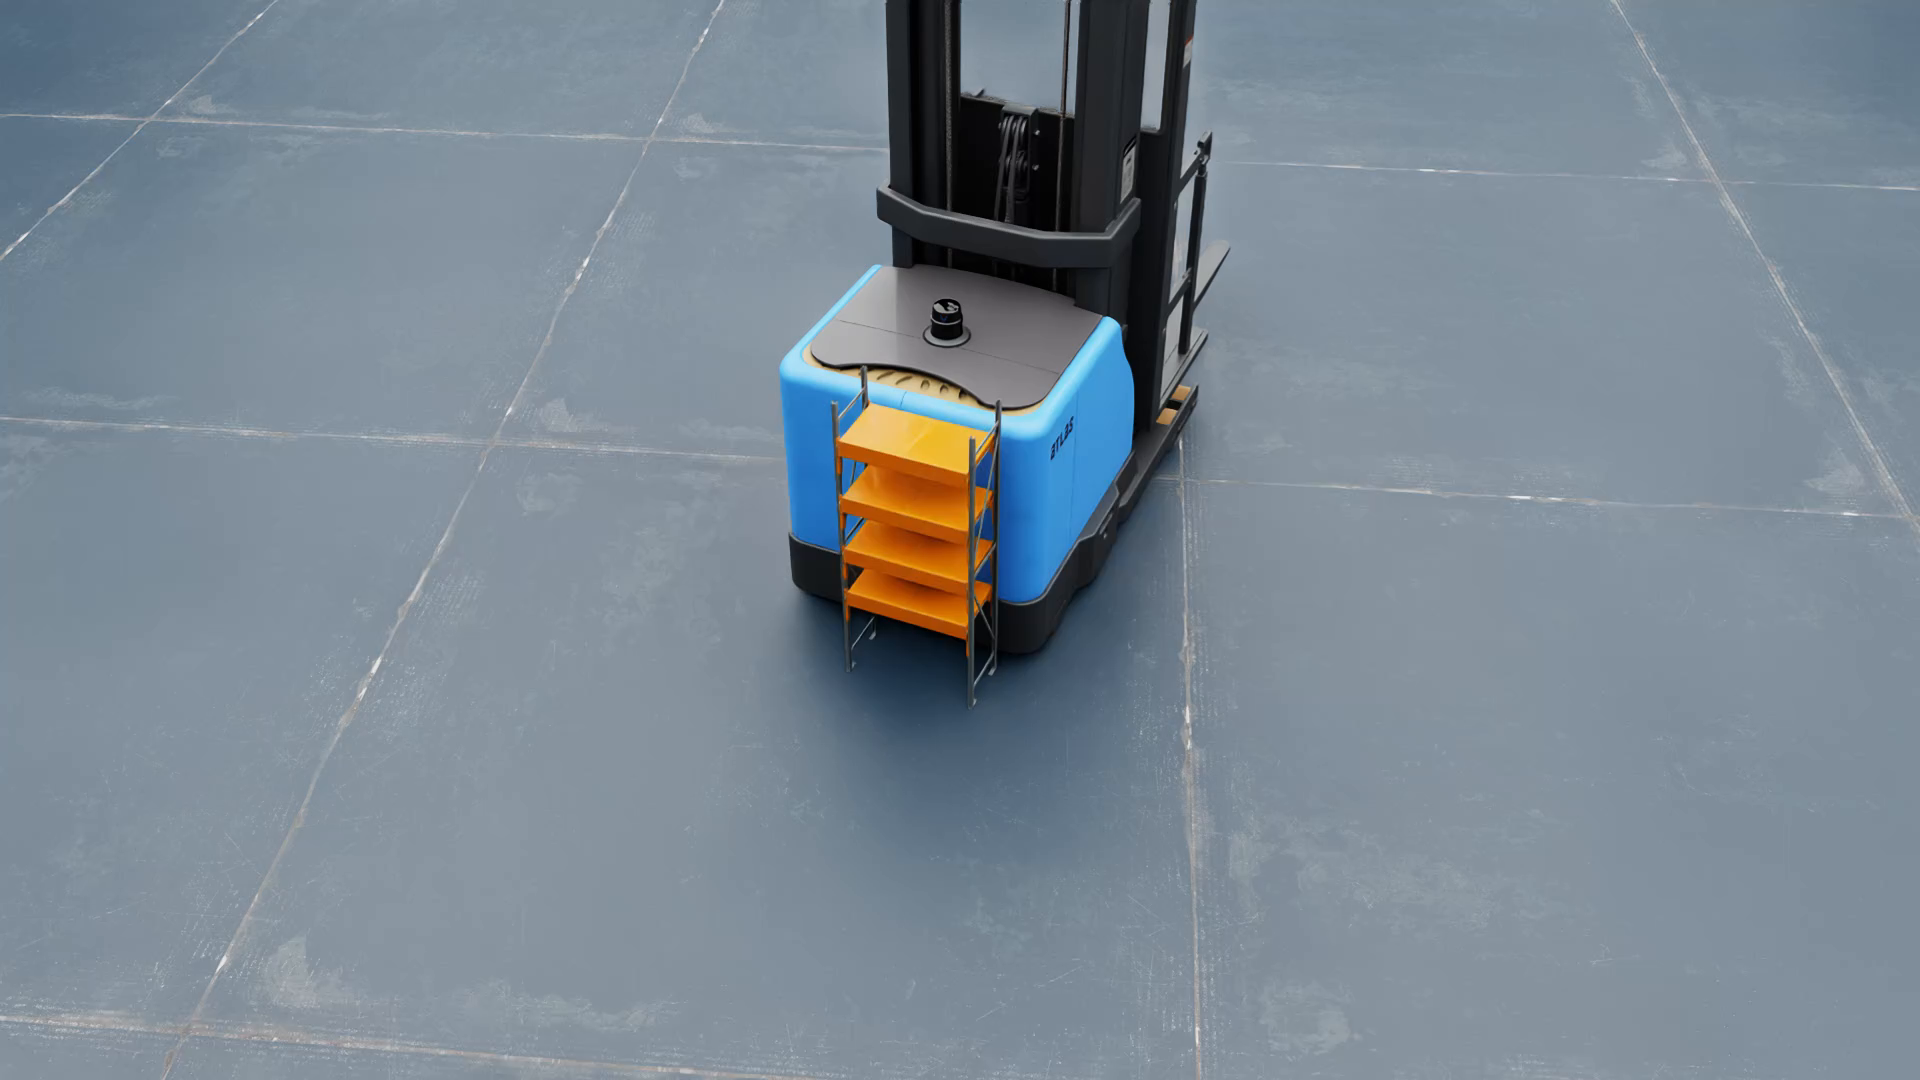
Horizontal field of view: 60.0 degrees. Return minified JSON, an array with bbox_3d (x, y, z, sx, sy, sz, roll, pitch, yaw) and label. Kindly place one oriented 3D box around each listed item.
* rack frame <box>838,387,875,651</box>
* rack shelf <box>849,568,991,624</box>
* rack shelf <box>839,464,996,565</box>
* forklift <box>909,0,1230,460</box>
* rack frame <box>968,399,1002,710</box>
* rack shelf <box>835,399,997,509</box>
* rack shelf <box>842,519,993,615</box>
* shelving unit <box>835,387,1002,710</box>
[{"bbox_3d":[-0.366,-0.045,5.855,0.006,1.046,0.228,15,42,18],"label":"rack frame"},{"bbox_3d":[-0.142,0.180,5.914,0.457,0.021,0.221,15,42,18],"label":"rack shelf"},{"bbox_3d":[-0.142,-0.106,5.682,0.480,0.148,0.258,15,42,18],"label":"rack shelf"},{"bbox_3d":[0.412,-1.646,6.451,1.121,2.935,3.031,16,42,18],"label":"forklift"},{"bbox_3d":[0.082,0.077,5.705,0.015,1.200,0.240,15,42,18],"label":"rack frame"},{"bbox_3d":[-0.142,-0.289,5.532,0.480,0.148,0.258,15,42,18],"label":"rack shelf"},{"bbox_3d":[-0.142,0.068,5.823,0.480,0.148,0.258,15,42,18],"label":"rack shelf"},{"bbox_3d":[-0.140,0.016,5.780,0.499,1.200,0.258,15,42,18],"label":"shelving unit"}]
